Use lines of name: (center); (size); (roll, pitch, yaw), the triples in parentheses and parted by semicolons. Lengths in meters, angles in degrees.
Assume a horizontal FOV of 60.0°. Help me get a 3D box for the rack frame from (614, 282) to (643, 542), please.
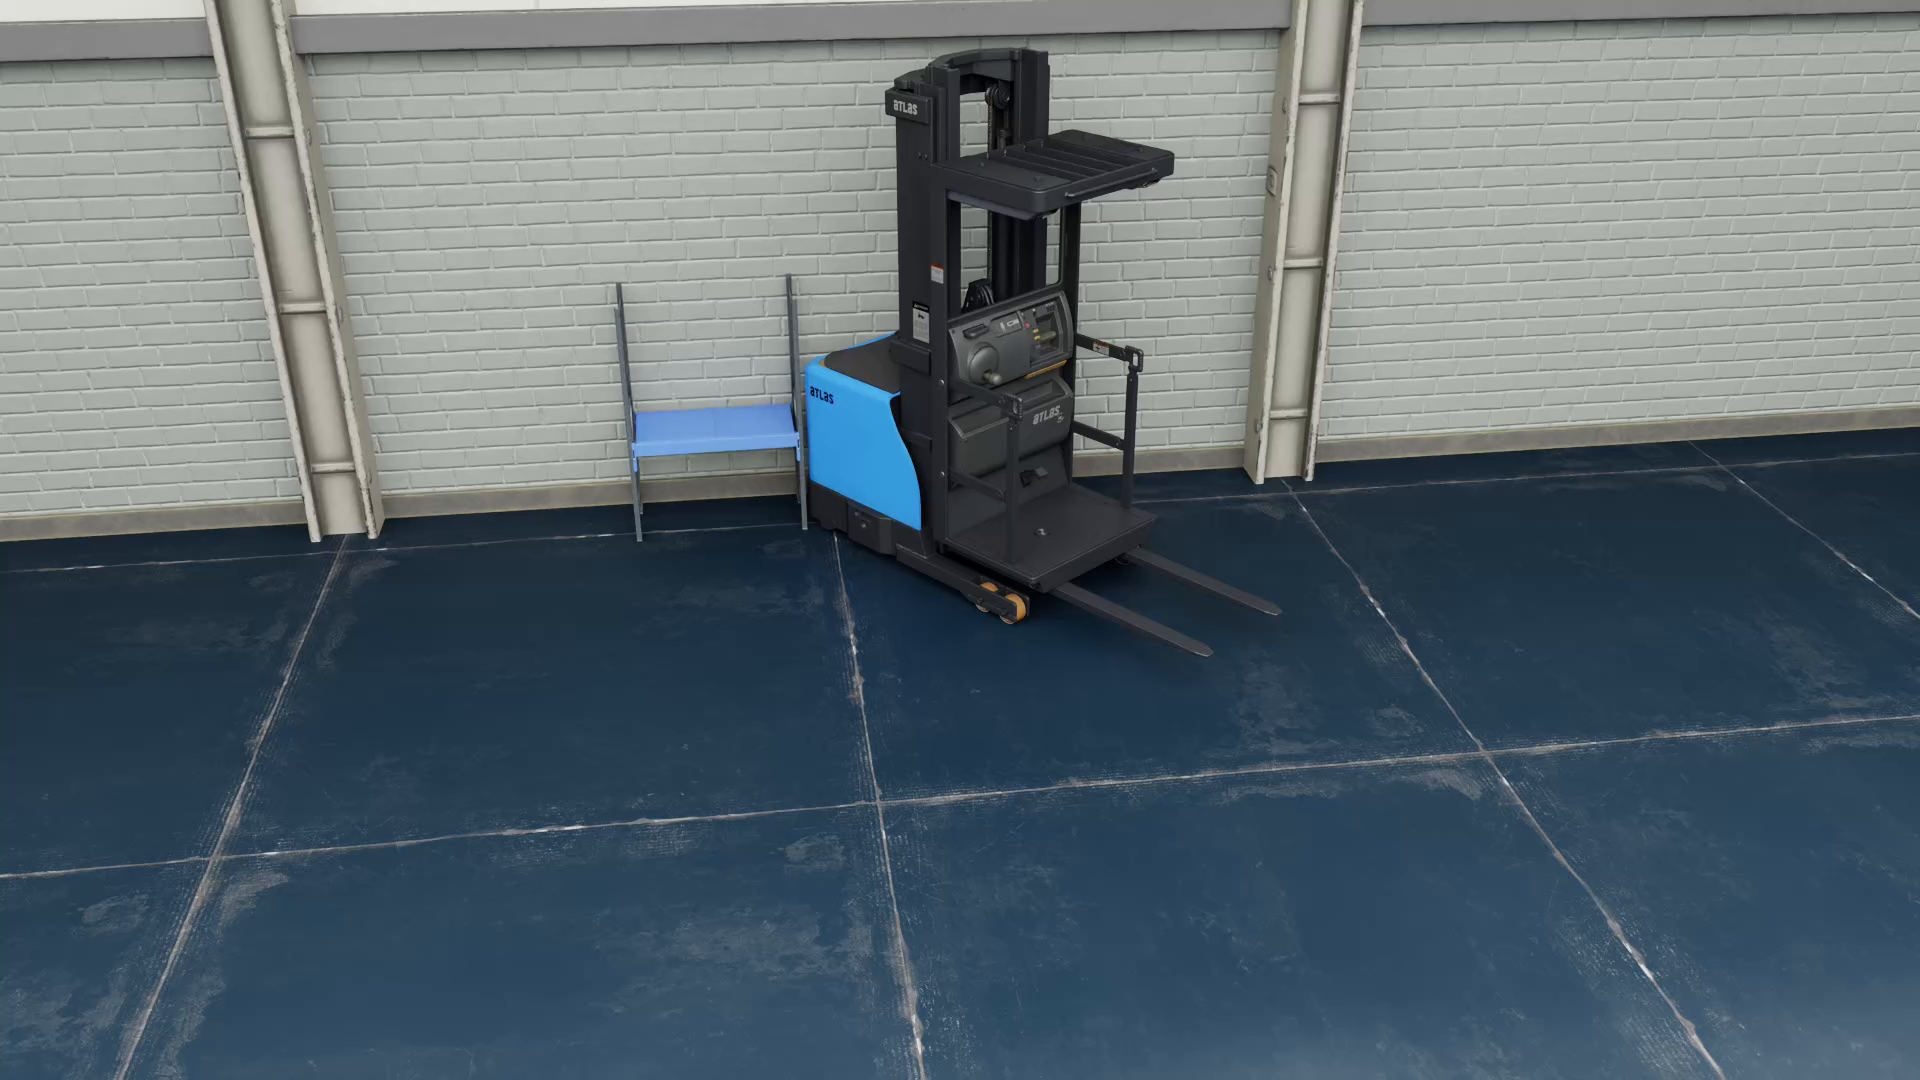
rack frame: (-2.010, -0.769, 10.105); (0.032, 1.500, 0.500); (-4, 27, -8)

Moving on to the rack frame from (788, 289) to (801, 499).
rack frame: (-1.007, -0.844, 10.252); (0.013, 1.308, 0.475); (-4, 27, -8)

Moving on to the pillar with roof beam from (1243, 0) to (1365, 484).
pillar with roof beam: (2.724, -2.509, 5.282); (0.400, 9.000, 9.100); (-4, 27, -7)

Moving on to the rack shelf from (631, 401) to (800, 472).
rack shelf: (-1.508, -0.646, 10.260); (1.000, 0.185, 0.538); (-4, 27, -8)

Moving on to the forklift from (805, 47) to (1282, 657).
forklift: (0.444, -1.100, 9.184); (1.130, 2.935, 3.031); (-24, 36, -39)

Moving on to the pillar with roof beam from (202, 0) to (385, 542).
pillar with roof beam: (-3.218, -2.127, 4.539); (0.400, 9.000, 9.100); (-4, 27, -7)

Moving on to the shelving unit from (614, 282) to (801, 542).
shelving unit: (-1.513, -0.806, 10.177); (1.039, 1.500, 0.538); (-4, 27, -8)
